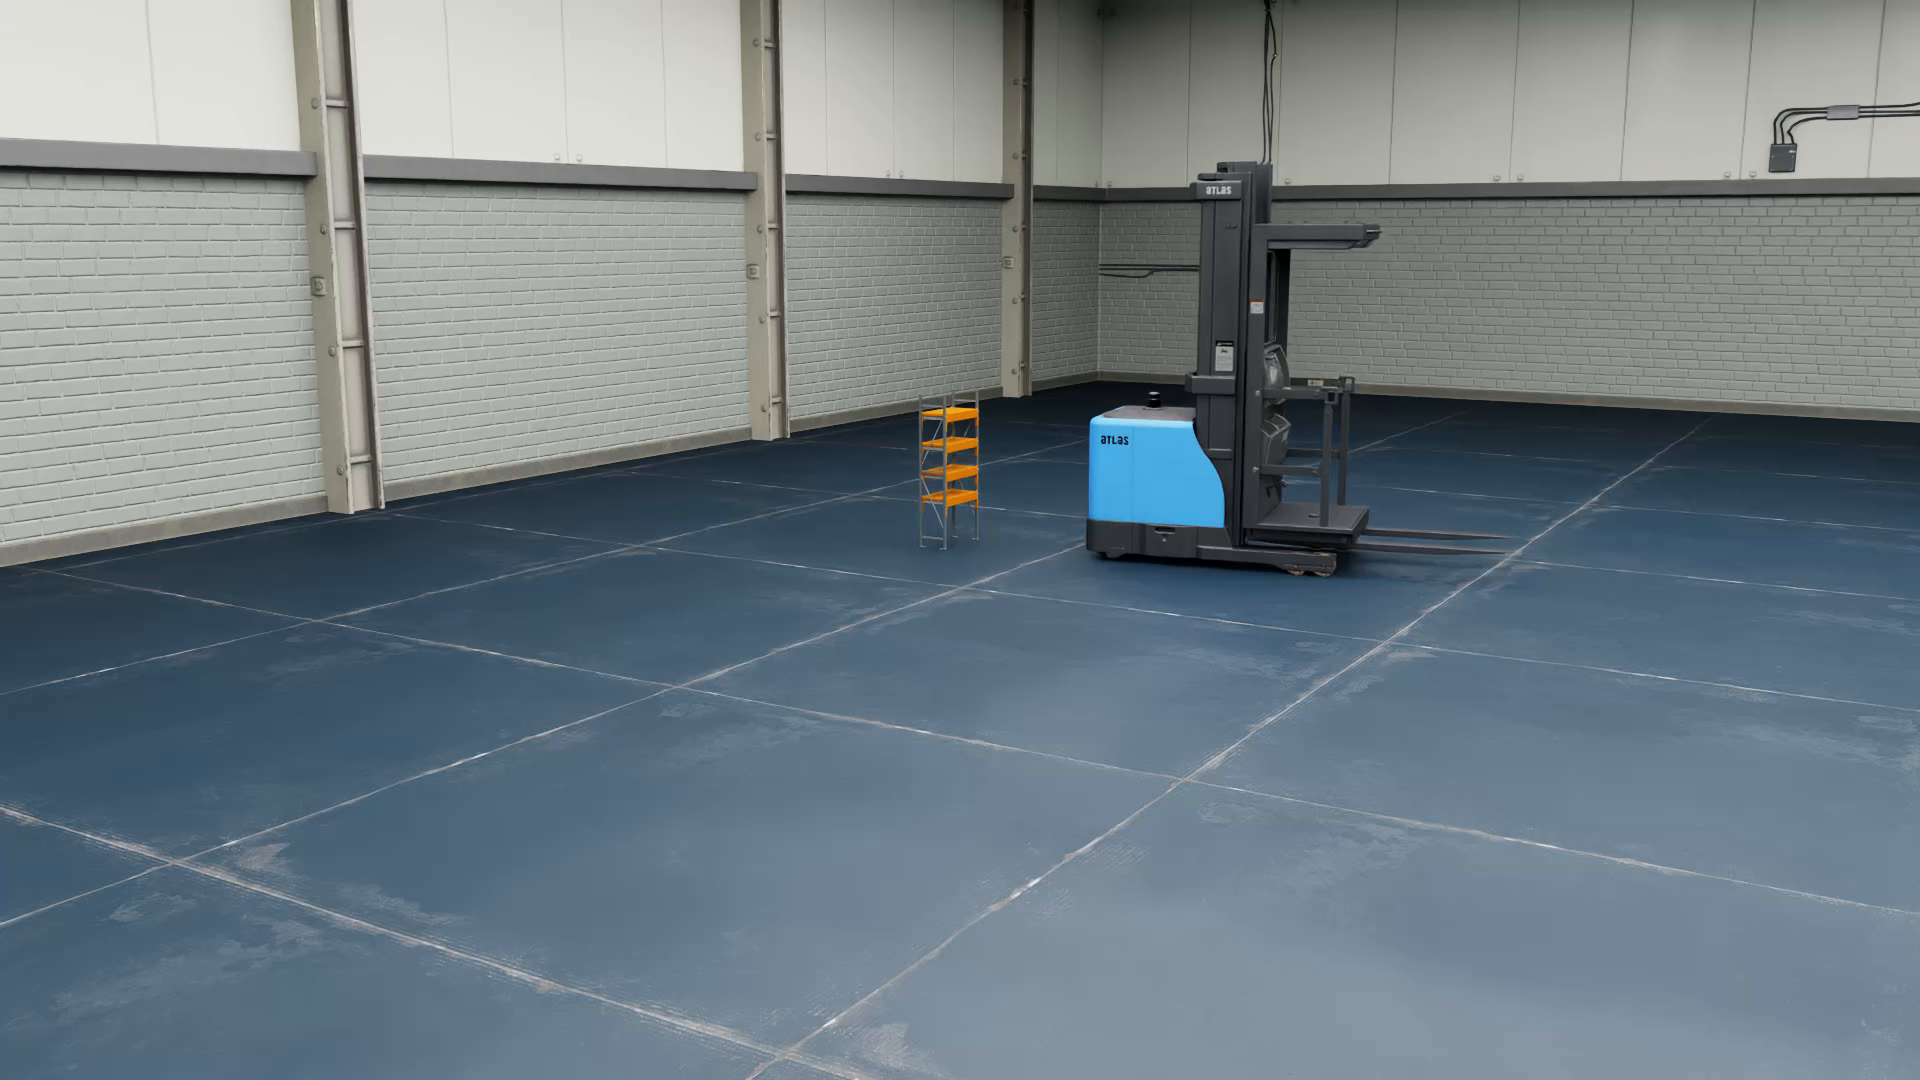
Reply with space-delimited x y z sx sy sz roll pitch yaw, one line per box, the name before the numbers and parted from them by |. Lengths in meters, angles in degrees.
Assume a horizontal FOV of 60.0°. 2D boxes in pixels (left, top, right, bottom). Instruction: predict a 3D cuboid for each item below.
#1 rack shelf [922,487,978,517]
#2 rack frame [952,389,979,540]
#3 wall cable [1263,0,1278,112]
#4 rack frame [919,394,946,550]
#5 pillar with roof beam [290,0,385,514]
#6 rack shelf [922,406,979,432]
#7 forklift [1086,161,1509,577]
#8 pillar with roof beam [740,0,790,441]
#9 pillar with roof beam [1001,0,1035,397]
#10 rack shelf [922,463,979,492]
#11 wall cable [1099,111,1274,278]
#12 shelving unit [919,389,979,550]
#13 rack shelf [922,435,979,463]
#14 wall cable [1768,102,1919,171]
rack shelf | -0.086 -0.302 13.168 0.258 0.148 0.480 6 12 31
rack frame | 0.041 -0.602 13.324 0.240 1.200 0.015 6 12 31
wall cable | 5.817 -7.618 24.318 3.097 2.526 0.112 6 12 31
rack frame | -0.213 -0.525 12.914 0.240 1.200 0.015 6 12 31
pillar with roof beam | -1.705 -4.285 11.800 9.100 9.000 0.400 6 12 31
rack shelf | -0.086 -0.950 13.047 0.258 0.148 0.480 6 12 31
forklift | 2.529 -1.287 12.277 3.031 2.935 1.130 4 11 20
pillar with roof beam | 1.410 -5.228 16.840 9.100 9.000 0.400 6 12 31
pillar with roof beam | 4.525 -6.172 21.881 9.100 9.000 0.400 6 12 31
rack shelf | -0.086 -0.498 13.132 0.258 0.148 0.480 6 12 31
wall cable | 3.505 -5.394 26.164 3.097 2.526 0.112 6 12 31
shelving unit | -0.086 -0.564 13.119 0.258 1.200 0.503 6 12 31
rack shelf | -0.086 -0.717 13.090 0.258 0.148 0.480 6 12 31
wall cable | 11.611 -7.682 20.707 2.305 6.003 0.169 6 12 31
